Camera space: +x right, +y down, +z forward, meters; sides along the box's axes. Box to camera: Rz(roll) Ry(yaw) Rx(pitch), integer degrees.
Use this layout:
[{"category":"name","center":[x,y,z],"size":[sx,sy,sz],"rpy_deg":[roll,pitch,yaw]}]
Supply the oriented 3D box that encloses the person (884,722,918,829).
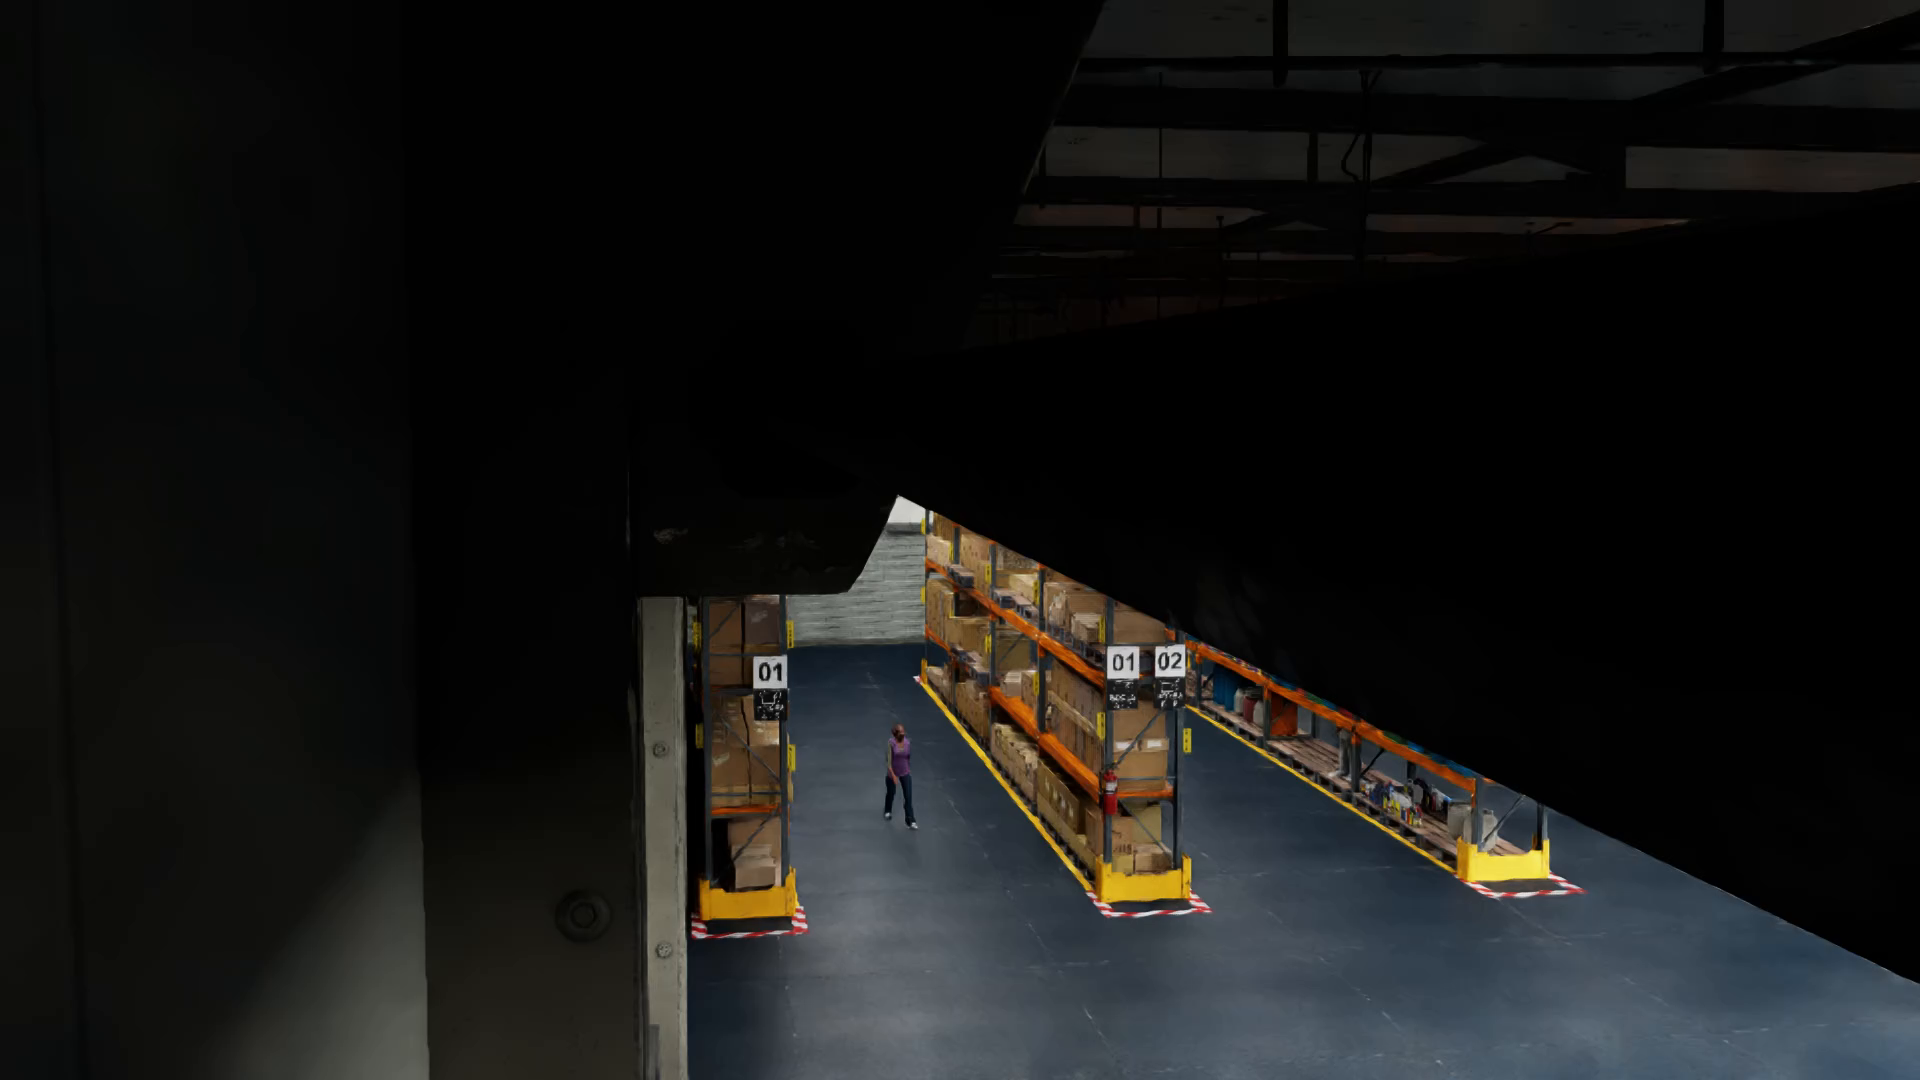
[{"category":"person","center":[-0.903,3.415,24.293],"size":[0.412,1.533,0.955],"rpy_deg":[-2,5,-17]}]

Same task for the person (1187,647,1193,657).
[{"category":"person","center":[5.546,1.942,40.154],"size":[0.555,1.725,1.029],"rpy_deg":[-1,5,-10]}]

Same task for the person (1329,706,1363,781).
[{"category":"person","center":[6.154,2.906,26.441],"size":[0.532,1.813,0.606],"rpy_deg":[0,5,0]}]
